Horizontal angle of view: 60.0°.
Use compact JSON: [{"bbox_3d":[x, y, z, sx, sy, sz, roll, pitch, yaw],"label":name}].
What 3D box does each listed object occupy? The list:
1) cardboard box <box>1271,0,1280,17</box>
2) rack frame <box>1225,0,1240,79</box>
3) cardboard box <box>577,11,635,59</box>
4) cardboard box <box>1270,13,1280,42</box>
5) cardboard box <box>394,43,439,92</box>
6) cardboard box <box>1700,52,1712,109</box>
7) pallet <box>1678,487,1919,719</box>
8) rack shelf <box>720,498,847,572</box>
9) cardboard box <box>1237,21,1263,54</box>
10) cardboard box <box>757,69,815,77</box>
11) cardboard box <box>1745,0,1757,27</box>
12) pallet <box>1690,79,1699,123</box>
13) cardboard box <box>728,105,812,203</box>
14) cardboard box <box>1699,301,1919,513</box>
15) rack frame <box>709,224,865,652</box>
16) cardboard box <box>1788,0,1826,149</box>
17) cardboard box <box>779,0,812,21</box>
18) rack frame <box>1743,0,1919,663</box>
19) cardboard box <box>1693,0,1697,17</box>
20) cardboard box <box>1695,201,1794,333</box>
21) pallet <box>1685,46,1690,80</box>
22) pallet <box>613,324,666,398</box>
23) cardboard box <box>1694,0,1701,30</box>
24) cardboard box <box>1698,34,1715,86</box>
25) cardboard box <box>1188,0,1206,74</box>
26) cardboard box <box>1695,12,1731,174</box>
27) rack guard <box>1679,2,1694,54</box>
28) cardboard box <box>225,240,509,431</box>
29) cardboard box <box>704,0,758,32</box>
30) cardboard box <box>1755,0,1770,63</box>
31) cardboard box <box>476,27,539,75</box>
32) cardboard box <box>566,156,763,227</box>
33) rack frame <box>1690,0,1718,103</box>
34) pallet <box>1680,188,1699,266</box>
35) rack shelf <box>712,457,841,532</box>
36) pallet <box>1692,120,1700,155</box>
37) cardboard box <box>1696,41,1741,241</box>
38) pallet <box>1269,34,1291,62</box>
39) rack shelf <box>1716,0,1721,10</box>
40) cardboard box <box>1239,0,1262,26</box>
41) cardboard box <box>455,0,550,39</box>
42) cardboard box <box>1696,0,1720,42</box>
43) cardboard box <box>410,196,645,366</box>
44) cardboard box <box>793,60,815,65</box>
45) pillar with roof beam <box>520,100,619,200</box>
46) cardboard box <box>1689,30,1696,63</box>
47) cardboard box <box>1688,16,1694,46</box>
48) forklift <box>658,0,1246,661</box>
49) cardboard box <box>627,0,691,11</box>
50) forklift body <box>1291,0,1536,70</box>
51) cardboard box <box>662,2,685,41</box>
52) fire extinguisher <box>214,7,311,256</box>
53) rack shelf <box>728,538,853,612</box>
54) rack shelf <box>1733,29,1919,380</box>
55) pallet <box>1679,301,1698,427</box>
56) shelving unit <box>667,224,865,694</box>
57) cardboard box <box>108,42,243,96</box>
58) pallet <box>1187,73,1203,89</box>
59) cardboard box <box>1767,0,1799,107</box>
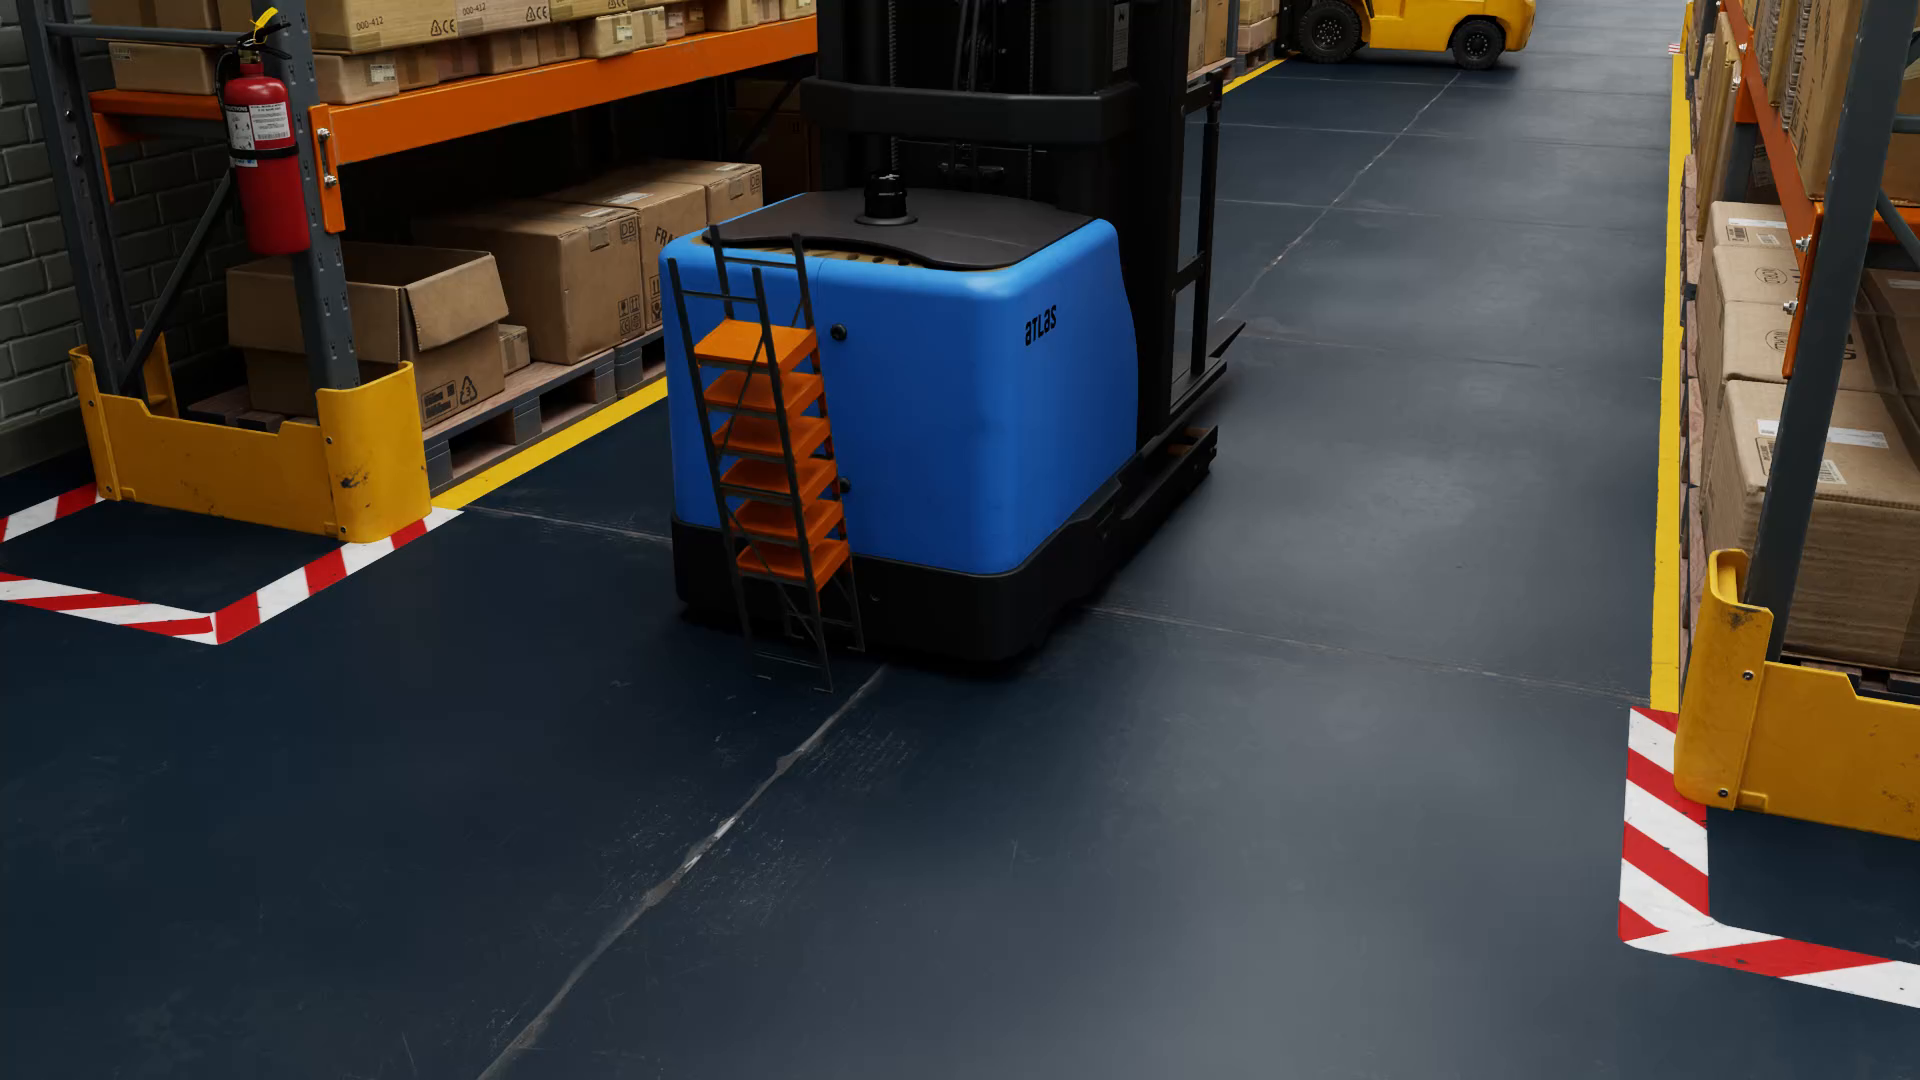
[{"bbox_3d":[2.954,-5.420,16.709,0.500,0.250,0.500,9,24,20],"label":"cardboard box"},{"bbox_3d":[2.105,-5.777,15.189,1.000,3.000,0.127,9,24,20],"label":"rack frame"},{"bbox_3d":[-1.451,-1.899,6.231,0.380,0.149,0.250,8,24,19],"label":"cardboard box"},{"bbox_3d":[2.943,-5.198,16.825,0.500,0.250,0.500,9,24,21],"label":"cardboard box"},{"bbox_3d":[-1.924,-1.543,5.378,0.380,0.149,0.250,9,24,21],"label":"cardboard box"},{"bbox_3d":[6.002,-3.354,12.253,0.950,0.372,0.625,10,25,22],"label":"cardboard box"},{"bbox_3d":[2.482,0.216,4.460,1.003,0.211,1.213,9,24,20],"label":"pallet"},{"bbox_3d":[-0.440,-0.031,4.165,0.258,0.103,0.180,10,37,23],"label":"rack shelf"},{"bbox_3d":[2.592,-4.828,15.939,0.500,0.250,0.500,9,24,21],"label":"cardboard box"},{"bbox_3d":[-0.905,-2.522,9.252,0.380,0.149,0.250,9,24,20],"label":"cardboard box"},{"bbox_3d":[3.676,-2.332,7.137,0.500,0.250,0.500,8,24,19],"label":"cardboard box"},{"bbox_3d":[6.427,-3.502,13.361,1.003,0.211,1.213,9,24,20],"label":"pallet"},{"bbox_3d":[-0.959,-2.173,9.258,0.500,0.500,0.500,9,24,20],"label":"cardboard box"},{"bbox_3d":[2.742,-0.364,5.010,0.875,0.438,0.875,9,24,21],"label":"cardboard box"},{"bbox_3d":[-0.417,-0.216,4.141,0.240,1.200,0.006,10,37,23],"label":"rack frame"},{"bbox_3d":[2.391,-1.208,4.120,0.500,0.500,0.500,8,24,19],"label":"cardboard box"},{"bbox_3d":[-0.901,-2.455,7.562,0.380,0.149,0.250,9,24,21],"label":"cardboard box"},{"bbox_3d":[2.257,-0.774,3.210,1.000,3.000,0.127,9,24,20],"label":"rack frame"},{"bbox_3d":[7.446,-5.325,16.156,0.500,0.500,0.500,8,24,18],"label":"cardboard box"},{"bbox_3d":[3.410,-1.007,6.549,0.875,0.438,0.875,8,24,19],"label":"cardboard box"},{"bbox_3d":[7.383,-4.465,15.665,1.003,0.211,1.213,9,24,20],"label":"pallet"},{"bbox_3d":[-1.574,-0.944,7.236,1.003,0.211,1.213,9,24,20],"label":"pallet"},{"bbox_3d":[7.061,-4.954,15.268,0.500,0.500,0.500,10,25,23],"label":"cardboard box"},{"bbox_3d":[6.522,-3.861,13.466,0.950,0.372,0.625,9,24,21],"label":"cardboard box"},{"bbox_3d":[1.626,-4.410,14.453,0.875,0.625,0.625,9,24,20],"label":"cardboard box"},{"bbox_3d":[4.895,-2.614,9.829,0.875,0.875,0.875,9,24,20],"label":"cardboard box"},{"bbox_3d":[8.172,-5.319,17.334,1.175,0.500,0.348,9,24,20],"label":"rack guard"},{"bbox_3d":[-2.037,-0.730,5.800,0.797,0.503,0.637,8,24,18],"label":"cardboard box"},{"bbox_3d":[-1.093,-2.270,7.119,0.380,0.149,0.250,8,24,19],"label":"cardboard box"},{"bbox_3d":[3.135,-1.941,5.876,0.500,0.500,0.500,9,24,20],"label":"cardboard box"},{"bbox_3d":[-1.708,-1.724,5.811,0.380,0.149,0.250,10,25,22],"label":"cardboard box"},{"bbox_3d":[-1.298,-1.400,7.409,0.700,0.500,0.500,8,24,18],"label":"cardboard box"},{"bbox_3d":[6.715,-5.068,13.491,1.000,3.000,0.127,9,24,20],"label":"rack frame"},{"bbox_3d":[4.411,-1.643,8.910,1.003,0.211,1.213,9,24,20],"label":"pallet"},{"bbox_3d":[-0.450,-0.130,4.098,0.258,0.103,0.180,10,37,23],"label":"rack shelf"},{"bbox_3d":[5.521,-2.629,11.270,1.003,0.211,1.213,9,24,20],"label":"pallet"},{"bbox_3d":[4.227,-1.976,8.301,0.875,0.875,0.875,10,24,22],"label":"cardboard box"},{"bbox_3d":[2.891,-5.207,17.442,1.003,0.211,1.213,9,24,20],"label":"pallet"},{"bbox_3d":[5.972,-4.020,11.916,1.077,0.370,4.000,9,24,20],"label":"rack shelf"},{"bbox_3d":[2.571,-5.062,15.850,0.500,0.250,0.500,9,24,20],"label":"cardboard box"},{"bbox_3d":[-1.747,-1.855,5.608,0.500,0.250,0.500,9,24,21],"label":"cardboard box"},{"bbox_3d":[6.685,-4.589,14.394,0.500,0.500,0.500,8,24,19],"label":"cardboard box"},{"bbox_3d":[-1.684,-1.029,6.520,0.700,0.500,0.500,10,25,22],"label":"cardboard box"},{"bbox_3d":[-0.752,-2.705,9.692,0.380,0.149,0.250,8,24,17],"label":"cardboard box"},{"bbox_3d":[2.035,-4.946,5.416,9.100,9.000,0.400,9,24,20],"label":"pillar with roof beam"},{"bbox_3d":[6.873,-4.435,14.998,0.500,0.250,0.500,8,24,19],"label":"cardboard box"},{"bbox_3d":[7.448,-4.994,16.336,0.500,0.250,0.500,10,25,22],"label":"cardboard box"},{"bbox_3d":[0.253,-1.574,5.215,1.130,2.935,3.031,10,25,22],"label":"forklift"},{"bbox_3d":[-1.391,-2.223,6.489,0.500,0.250,0.500,8,24,19],"label":"cardboard box"},{"bbox_3d":[4.580,-5.877,16.530,2.313,2.155,1.214,9,24,20],"label":"forklift body"},{"bbox_3d":[-1.340,-2.098,6.708,0.380,0.149,0.250,9,24,20],"label":"cardboard box"},{"bbox_3d":[-1.978,-1.156,4.711,0.296,0.674,0.183,9,24,20],"label":"fire extinguisher"},{"bbox_3d":[-0.429,0.068,4.232,0.258,0.103,0.180,10,37,23],"label":"rack shelf"},{"bbox_3d":[3.000,-1.157,5.062,1.077,0.370,4.000,9,24,20],"label":"rack shelf"},{"bbox_3d":[3.388,-0.657,6.550,1.003,0.211,1.213,9,24,20],"label":"pallet"},{"bbox_3d":[-0.454,-0.167,4.073,0.258,1.200,0.189,10,37,23],"label":"shelving unit"},{"bbox_3d":[-2.479,-1.524,5.333,0.380,0.149,0.250,8,24,19],"label":"cardboard box"},{"bbox_3d":[1.416,-3.783,14.033,1.003,0.211,1.213,9,24,20],"label":"pallet"},{"bbox_3d":[2.753,-1.580,5.011,0.500,0.500,0.500,10,24,22],"label":"cardboard box"}]
